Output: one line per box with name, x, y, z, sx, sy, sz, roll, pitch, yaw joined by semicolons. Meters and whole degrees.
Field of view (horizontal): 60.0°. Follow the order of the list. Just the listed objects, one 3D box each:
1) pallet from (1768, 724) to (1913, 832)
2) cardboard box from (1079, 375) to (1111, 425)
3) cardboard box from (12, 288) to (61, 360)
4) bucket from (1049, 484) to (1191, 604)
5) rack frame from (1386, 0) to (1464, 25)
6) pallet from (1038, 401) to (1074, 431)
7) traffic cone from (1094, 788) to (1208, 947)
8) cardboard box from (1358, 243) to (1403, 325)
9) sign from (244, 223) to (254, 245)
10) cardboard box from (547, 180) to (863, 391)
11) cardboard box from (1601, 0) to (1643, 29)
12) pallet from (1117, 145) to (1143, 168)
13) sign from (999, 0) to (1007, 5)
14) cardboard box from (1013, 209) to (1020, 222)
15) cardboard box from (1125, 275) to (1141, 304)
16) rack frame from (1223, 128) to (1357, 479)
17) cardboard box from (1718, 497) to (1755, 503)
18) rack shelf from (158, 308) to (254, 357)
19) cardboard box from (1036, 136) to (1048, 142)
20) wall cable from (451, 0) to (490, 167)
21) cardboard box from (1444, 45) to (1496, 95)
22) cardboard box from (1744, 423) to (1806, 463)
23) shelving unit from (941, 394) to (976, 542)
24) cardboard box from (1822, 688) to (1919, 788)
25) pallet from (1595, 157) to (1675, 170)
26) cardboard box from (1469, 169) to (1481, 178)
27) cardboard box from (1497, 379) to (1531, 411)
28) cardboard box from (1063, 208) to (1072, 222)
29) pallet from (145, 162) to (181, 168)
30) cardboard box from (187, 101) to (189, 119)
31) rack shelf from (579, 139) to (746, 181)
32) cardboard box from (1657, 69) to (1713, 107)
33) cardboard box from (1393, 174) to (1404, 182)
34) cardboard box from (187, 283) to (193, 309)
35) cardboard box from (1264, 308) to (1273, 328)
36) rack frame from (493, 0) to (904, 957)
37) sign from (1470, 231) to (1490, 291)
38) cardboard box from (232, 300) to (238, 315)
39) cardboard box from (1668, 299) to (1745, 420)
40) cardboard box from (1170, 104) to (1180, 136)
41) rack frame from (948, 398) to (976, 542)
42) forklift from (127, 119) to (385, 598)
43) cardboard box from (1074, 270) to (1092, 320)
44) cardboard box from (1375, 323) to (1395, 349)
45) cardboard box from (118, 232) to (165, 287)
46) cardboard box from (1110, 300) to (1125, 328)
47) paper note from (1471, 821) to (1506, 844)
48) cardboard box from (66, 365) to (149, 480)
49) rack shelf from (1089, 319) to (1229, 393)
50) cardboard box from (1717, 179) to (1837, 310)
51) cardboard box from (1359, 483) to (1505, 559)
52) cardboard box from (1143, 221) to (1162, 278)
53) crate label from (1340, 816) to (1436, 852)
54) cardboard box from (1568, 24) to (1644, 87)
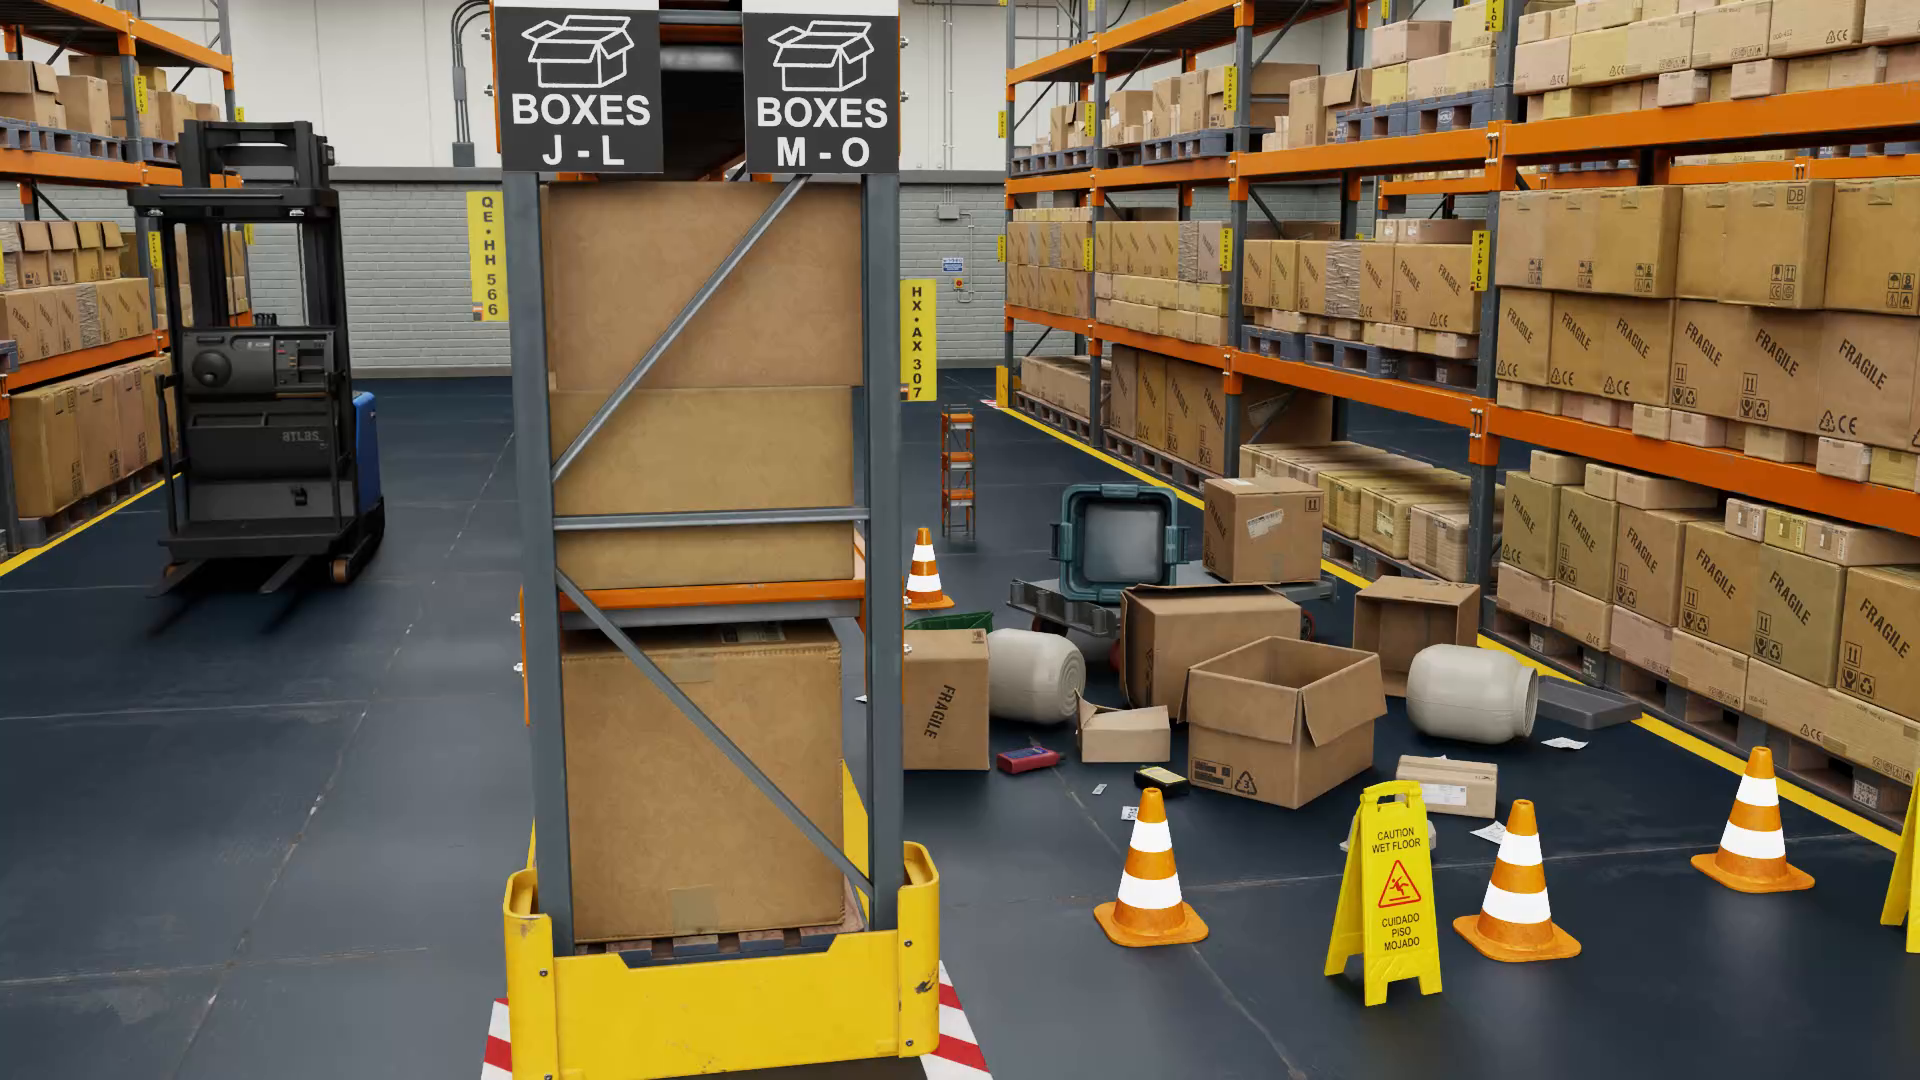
pallet;4.039;0.955;6.616;1.003;0.211;1.213;-2;11;-11
cardboard box;1.826;-1.518;17.881;0.875;0.438;0.875;-2;11;-12
cardboard box;-7.030;-1.600;12.315;0.500;0.500;0.500;-2;11;-13
bucket;0.851;0.017;8.777;0.726;0.611;0.620;2;1;9
rack frame;5.933;-6.314;21.301;1.000;3.000;0.127;-2;11;-11
pallet;1.531;-1.448;19.242;1.003;0.211;1.213;-2;11;-11
traffic cone;0.631;1.045;5.469;0.336;0.463;0.334;-2;11;-11
cardboard box;2.892;-1.648;10.647;0.500;0.500;0.500;-2;11;-9
sign;-8.121;-3.527;18.976;0.100;0.325;0.005;-2;11;-11
cardboard box;-0.693;-0.726;4.699;0.875;0.550;0.550;-2;11;-11
cardboard box;3.287;-2.512;7.890;0.380;0.149;0.250;-2;11;-11
pallet;2.070;-3.665;15.919;0.805;0.209;1.217;-3;11;-13
sign;0.519;-6.650;20.147;0.100;0.325;0.005;-2;11;-11
cardboard box;0.862;-3.969;20.351;0.380;0.149;0.250;-2;11;-10
cardboard box;1.853;-2.345;15.556;0.500;0.250;0.500;-2;11;-10
rack frame;2.621;-1.718;13.201;1.000;3.000;0.127;-2;11;-11
cardboard box;3.978;0.077;7.994;0.500;0.500;0.500;-2;11;-8
rack shelf;-8.267;-2.105;17.156;1.077;0.370;4.000;-2;11;-11
cardboard box;1.241;-4.761;20.178;0.500;0.250;0.500;-3;11;-16
wall cable;-6.375;-8.515;24.262;2.277;5.999;0.120;-2;11;-11
cardboard box;3.143;-2.692;9.576;0.500;0.250;0.500;-2;11;-12
cardboard box;3.577;-0.420;7.054;0.380;0.149;0.250;-2;11;-12
shelving unit;-0.010;-0.526;12.150;0.215;1.050;0.252;-2;11;-11
cardboard box;3.751;0.751;6.461;0.500;0.250;0.500;-2;11;-11
pallet;6.974;-3.702;16.104;1.213;0.211;1.003;-2;11;-11
cardboard box;6.142;-4.274;19.280;0.380;0.149;0.250;-2;11;-10
cardboard box;3.146;-0.792;9.005;0.380;0.149;0.250;-2;11;-11
cardboard box;1.336;-3.544;18.120;0.380;0.149;0.250;-2;11;-11
pallet;-8.261;-3.895;16.853;1.003;0.211;1.213;-2;11;-11
cardboard box;-8.363;-4.309;17.133;0.700;0.500;0.500;-3;11;-15
rack shelf;-1.826;-2.273;10.017;1.077;0.370;4.000;-2;11;-11
cardboard box;3.384;-2.029;7.483;0.380;0.149;0.250;-2;11;-12
cardboard box;5.767;-4.650;21.253;0.380;0.149;0.250;-2;11;-10
cardboard box;-7.910;-2.446;16.629;0.500;0.250;0.500;-2;11;-10
cardboard box;2.524;-1.682;12.558;0.380;0.149;0.250;-3;11;-15
rack frame;-0.659;-0.052;4.449;1.000;3.000;0.127;-2;11;-11
sign;2.855;-1.532;9.129;0.100;0.325;0.005;-2;11;-11
cardboard box;-8.163;-2.554;18.266;0.380;0.149;0.250;-2;11;-11
cardboard box;3.534;-0.813;7.383;0.500;0.500;0.500;-2;11;-10
cardboard box;2.010;-3.572;14.154;0.396;0.266;0.258;-2;11;-12
rack frame;0.013;-0.503;12.032;0.200;1.050;0.008;-2;11;-11
forklift;-4.520;-1.192;10.621;1.130;2.935;3.031;-2;11;-10
cardboard box;1.502;-2.577;17.444;0.500;0.500;0.500;-2;11;-10
cardboard box;2.856;-1.293;10.518;0.380;0.149;0.250;-2;11;-11
cardboard box;-7.720;-2.629;15.588;0.500;0.500;0.500;-2;11;-11
cardboard box;1.772;-2.193;16.097;0.500;0.250;0.500;-2;11;-12
paper note;2.041;1.107;6.300;0.148;0.019;0.142;-6;13;-31
cardboard box;-7.559;-0.973;13.848;1.225;0.875;0.875;-3;11;-13
rack shelf;2.232;-1.732;15.195;1.077;0.370;4.000;-2;11;-11
cardboard box;3.572;-1.206;6.773;0.700;0.500;0.500;-2;11;-12
cardboard box;3.151;-0.128;10.750;0.950;0.372;0.625;-1;11;-7
cardboard box;1.975;-2.622;15.008;0.500;0.500;0.500;-2;11;-12
crate label;1.591;1.084;6.134;0.250;0.136;0.298;-9;14;-40
cardboard box;3.325;-2.346;8.081;0.500;0.250;0.500;-2;11;-11
